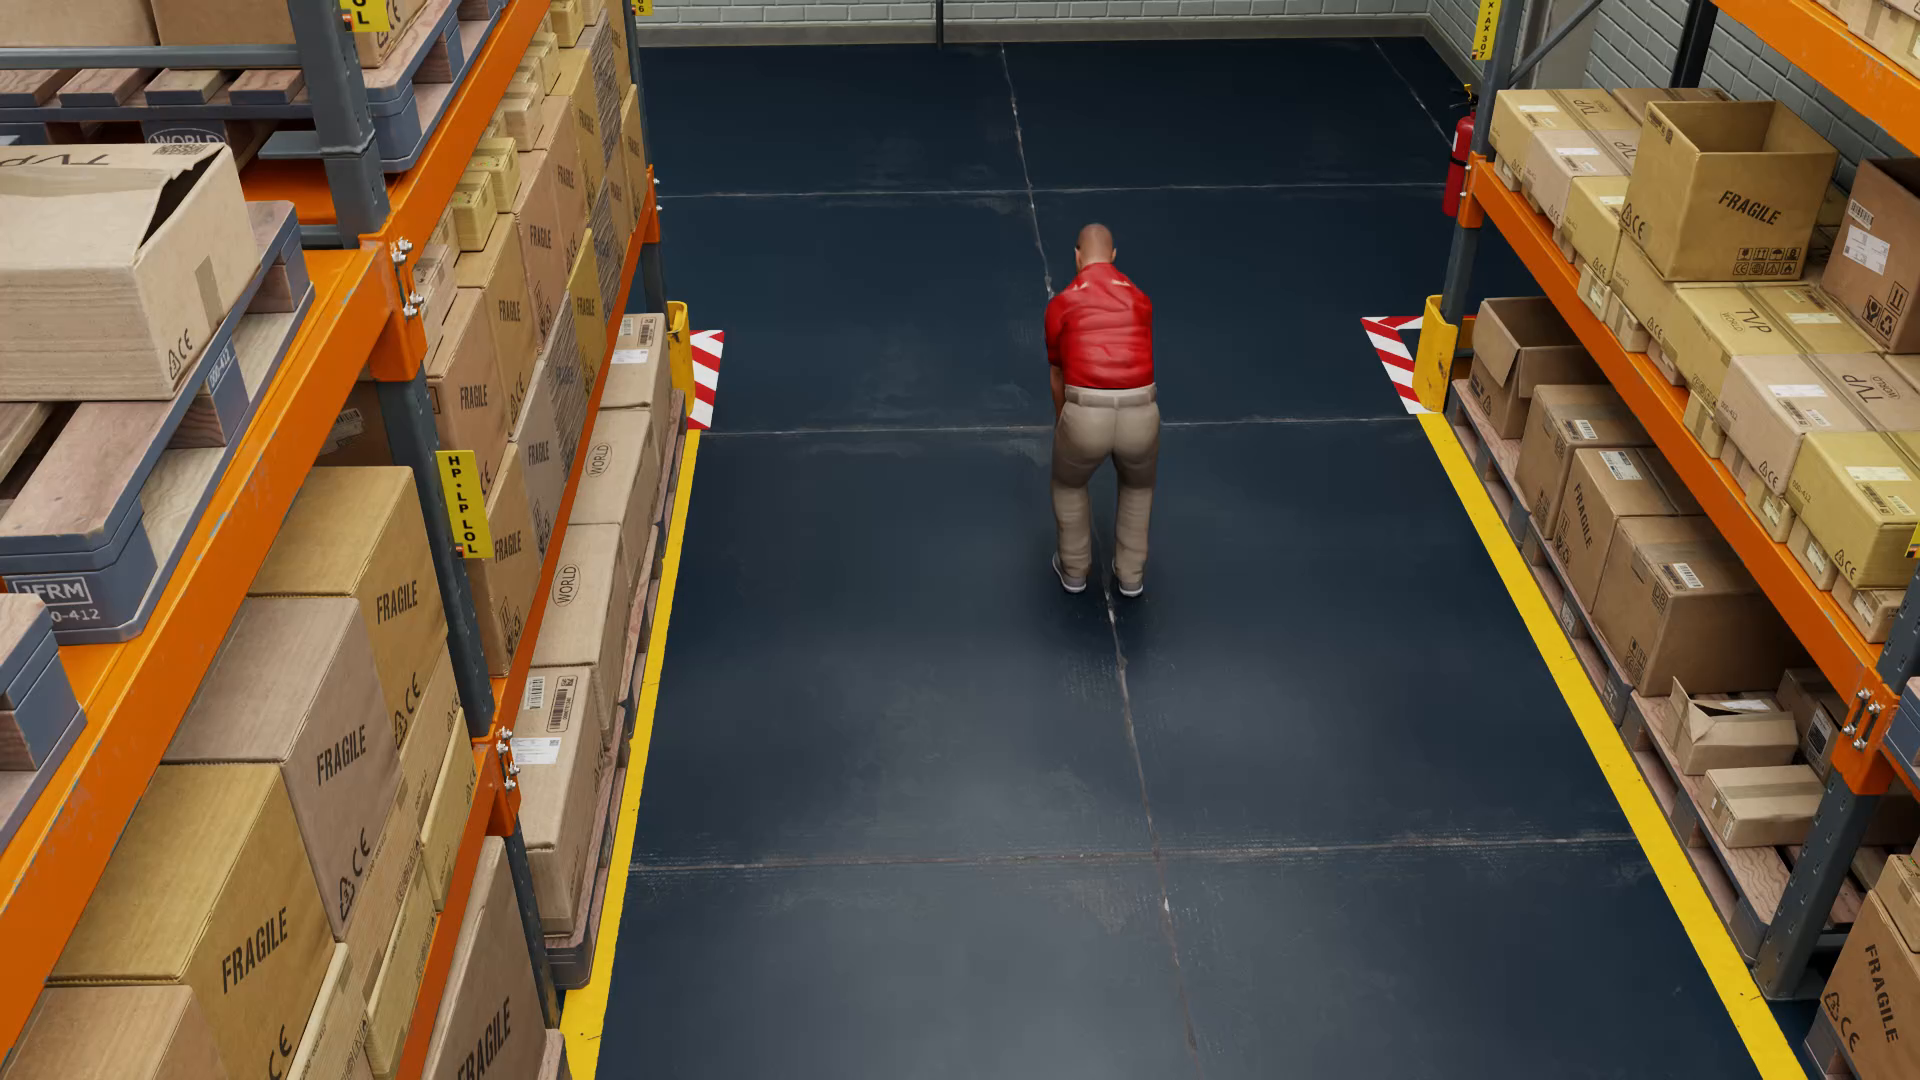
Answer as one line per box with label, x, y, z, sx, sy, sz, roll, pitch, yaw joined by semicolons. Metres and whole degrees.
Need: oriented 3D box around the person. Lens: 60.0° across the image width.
person;0.595;-0.537;7.125;0.477;1.509;0.746;-2;35;-3
